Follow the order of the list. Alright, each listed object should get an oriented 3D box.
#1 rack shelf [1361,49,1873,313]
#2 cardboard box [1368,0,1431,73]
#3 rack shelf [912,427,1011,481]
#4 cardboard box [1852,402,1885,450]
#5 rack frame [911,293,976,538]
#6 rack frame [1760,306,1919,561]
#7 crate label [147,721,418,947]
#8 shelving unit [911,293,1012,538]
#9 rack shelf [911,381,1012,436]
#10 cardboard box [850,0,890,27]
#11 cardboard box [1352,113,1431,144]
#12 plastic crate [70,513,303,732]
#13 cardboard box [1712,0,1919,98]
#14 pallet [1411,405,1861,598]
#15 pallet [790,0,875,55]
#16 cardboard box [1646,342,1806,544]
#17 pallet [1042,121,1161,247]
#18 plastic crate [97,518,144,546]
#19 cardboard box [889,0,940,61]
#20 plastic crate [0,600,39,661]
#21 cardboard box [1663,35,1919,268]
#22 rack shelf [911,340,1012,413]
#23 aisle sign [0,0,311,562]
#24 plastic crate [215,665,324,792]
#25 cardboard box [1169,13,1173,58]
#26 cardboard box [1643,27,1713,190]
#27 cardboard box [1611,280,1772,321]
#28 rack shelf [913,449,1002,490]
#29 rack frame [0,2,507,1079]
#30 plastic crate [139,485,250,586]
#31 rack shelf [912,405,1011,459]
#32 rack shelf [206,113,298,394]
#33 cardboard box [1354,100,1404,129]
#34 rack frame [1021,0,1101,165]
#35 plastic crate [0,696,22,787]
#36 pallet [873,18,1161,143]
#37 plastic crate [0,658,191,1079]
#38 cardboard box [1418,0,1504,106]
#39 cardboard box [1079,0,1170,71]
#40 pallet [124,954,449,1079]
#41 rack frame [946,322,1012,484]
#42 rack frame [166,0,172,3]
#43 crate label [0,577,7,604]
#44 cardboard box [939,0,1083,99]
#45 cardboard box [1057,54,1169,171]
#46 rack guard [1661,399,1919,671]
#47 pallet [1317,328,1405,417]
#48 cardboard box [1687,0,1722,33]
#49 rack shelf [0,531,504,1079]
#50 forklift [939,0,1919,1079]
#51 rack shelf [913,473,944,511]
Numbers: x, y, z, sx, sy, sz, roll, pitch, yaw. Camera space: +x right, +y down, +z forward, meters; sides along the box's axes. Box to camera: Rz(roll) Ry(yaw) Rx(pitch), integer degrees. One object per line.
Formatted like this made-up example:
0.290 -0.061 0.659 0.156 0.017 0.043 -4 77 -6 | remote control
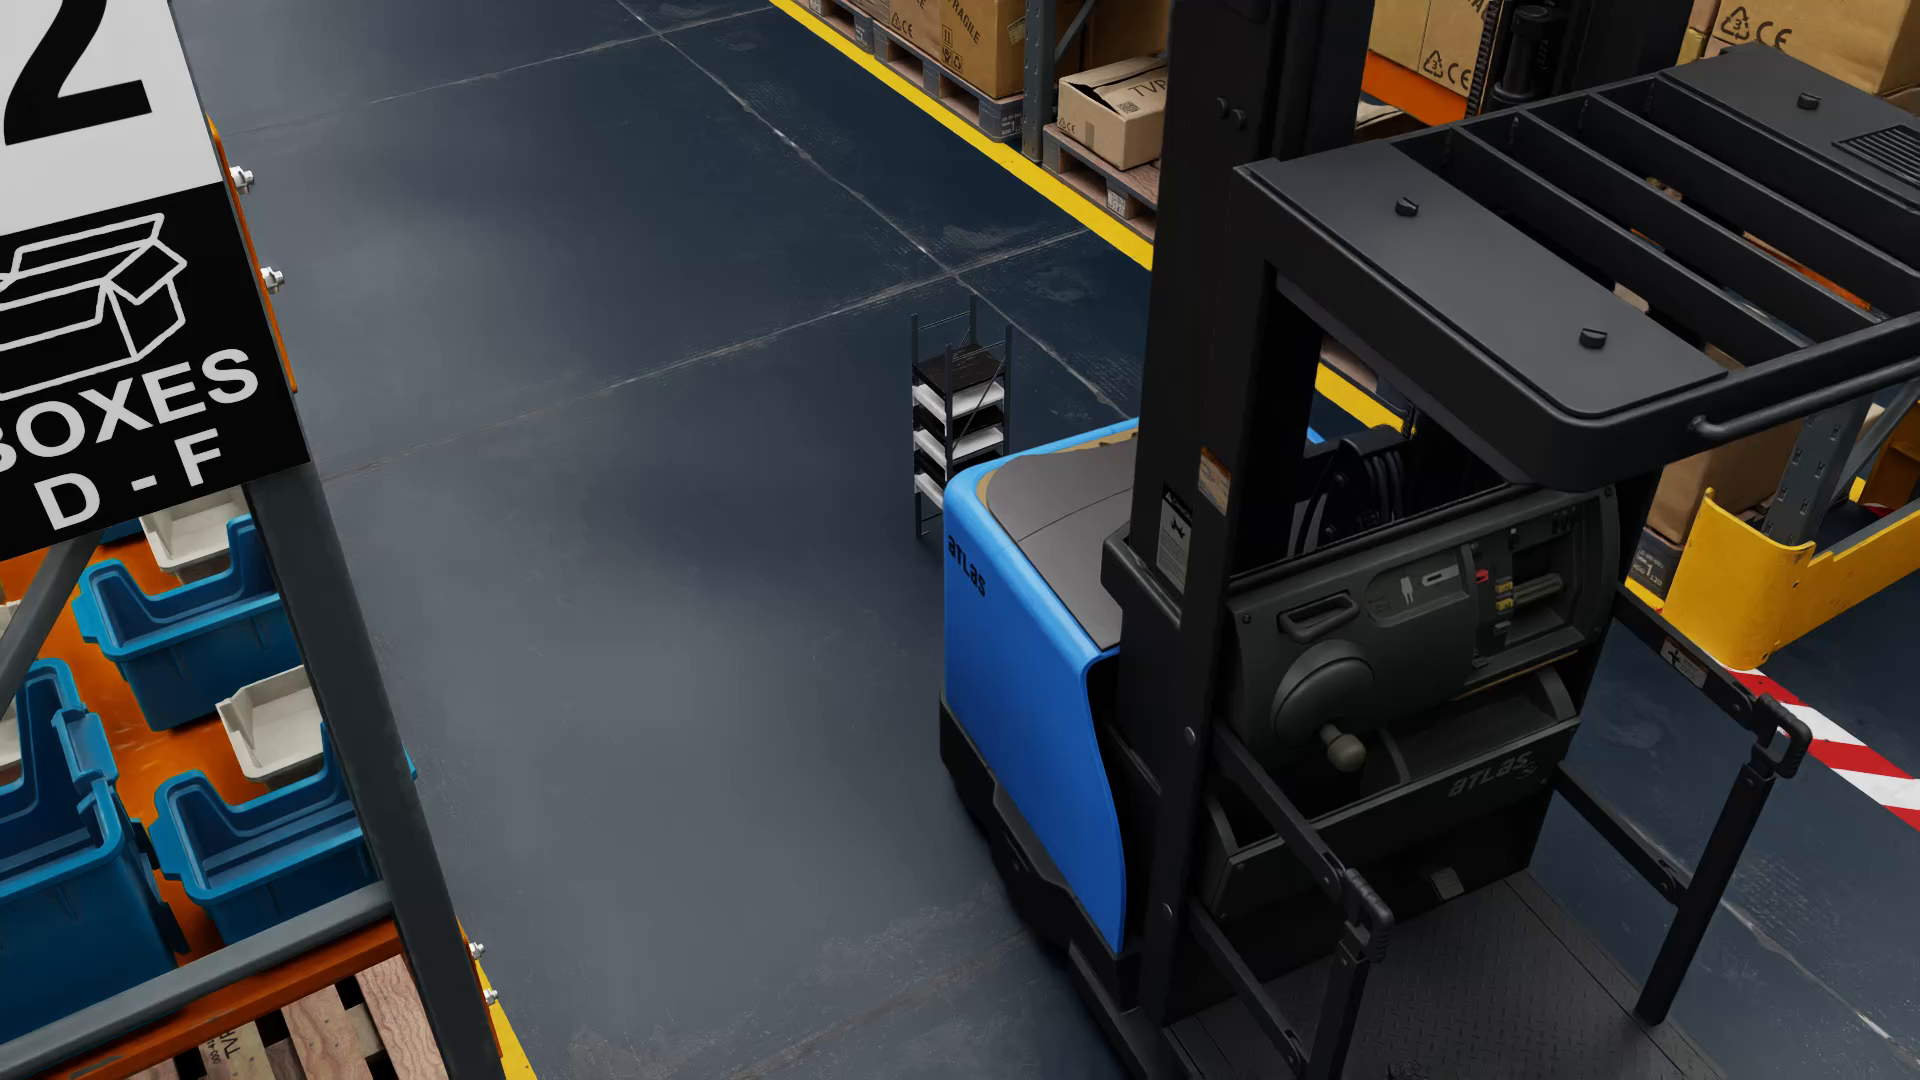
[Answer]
1.823 -1.779 6.104 1.077 0.370 4.000 -22 45 -24 | rack shelf
1.612 -1.984 5.710 0.500 0.500 0.500 -23 45 -25 | cardboard box
0.004 -0.316 5.478 0.258 0.077 0.200 -22 45 -24 | rack shelf
2.963 -0.394 5.763 0.380 0.149 0.250 -22 45 -24 | cardboard box
-0.050 -0.396 5.523 0.240 0.900 0.006 -22 45 -24 | rack frame
2.898 -0.976 4.578 1.000 3.000 0.127 -22 45 -24 | rack frame
-1.135 0.522 2.864 0.416 0.233 0.303 -22 45 -24 | crate label
0.004 -0.341 5.457 0.258 0.900 0.210 -22 45 -24 | shelving unit
0.004 -0.454 5.363 0.258 0.077 0.200 -22 45 -24 | rack shelf
-0.287 -3.052 8.678 0.500 0.500 0.500 -22 44 -24 | cardboard box
1.762 -1.332 6.612 0.797 0.503 0.637 -22 45 -24 | cardboard box
-1.489 0.167 3.291 0.416 0.233 0.300 -22 45 -24 | plastic crate
2.427 -1.544 4.400 0.500 0.500 0.500 -23 45 -25 | cardboard box
2.428 -0.375 6.036 1.003 0.211 1.213 -22 45 -24 | pallet
-0.382 -3.149 9.364 1.003 0.211 1.213 -22 45 -24 | pallet
2.398 -0.393 5.488 0.500 0.500 0.500 -22 45 -24 | cardboard box
1.116 -1.692 7.616 1.003 0.211 1.213 -22 45 -24 | pallet
-1.843 -0.189 3.717 0.416 0.233 0.300 -22 45 -24 | plastic crate
-0.018 -2.781 8.353 0.500 0.500 0.500 -22 45 -24 | cardboard box
-2.015 0.266 3.246 0.396 0.136 0.243 -22 45 -24 | plastic crate
2.428 -1.162 4.723 0.500 0.500 0.500 -21 44 -23 | cardboard box
0.004 -0.523 5.305 0.258 0.077 0.200 -22 45 -24 | rack shelf
-0.991 -0.335 1.778 0.394 0.787 0.004 -22 45 -24 | aisle sign
-1.238 0.357 3.137 0.250 0.136 0.298 -22 45 -24 | plastic crate
1.293 -2.134 7.576 0.500 0.500 0.500 -22 45 -24 | cardboard box
2.146 -1.441 5.058 0.500 0.500 0.500 -22 45 -24 | cardboard box
2.576 -0.749 6.110 0.500 0.250 0.500 -22 45 -24 | cardboard box
0.004 -0.247 5.536 0.258 0.077 0.200 -22 45 -24 | rack shelf
-1.280 0.727 2.534 1.000 3.000 0.127 -22 45 -24 | rack frame
-1.603 -0.009 3.577 0.250 0.136 0.298 -22 45 -24 | plastic crate
0.004 -0.385 5.420 0.258 0.077 0.200 -22 45 -24 | rack shelf
-2.355 -1.228 3.100 1.077 0.370 4.000 -22 45 -24 | rack shelf
1.696 -1.656 7.151 0.500 0.311 0.500 -22 45 -24 | cardboard box
0.748 -3.135 7.169 1.000 3.000 0.127 -22 45 -24 | rack frame
-1.871 0.428 3.053 0.396 0.136 0.243 -22 45 -24 | plastic crate
0.278 -2.489 8.573 1.003 0.211 1.213 -22 45 -24 | pallet
-1.617 0.574 2.643 0.616 0.435 0.499 -22 45 -24 | plastic crate
1.883 -1.712 5.384 0.500 0.500 0.500 -22 45 -24 | cardboard box
0.693 -2.688 8.242 0.500 0.500 0.500 -24 46 -26 | cardboard box
-1.691 1.340 3.977 1.003 0.211 1.213 -22 45 -24 | pallet
0.059 -0.286 5.391 0.240 0.900 0.006 -22 45 -24 | rack frame
-1.280 -1.577 0.614 1.000 3.000 0.127 -22 45 -24 | rack frame
-2.185 0.124 3.417 0.396 0.136 0.243 -22 45 -24 | crate label
0.241 -2.511 8.029 0.500 0.500 0.500 -22 45 -25 | cardboard box
0.791 -1.970 7.527 0.500 0.311 0.500 -22 45 -24 | cardboard box
2.858 -0.056 5.427 1.175 0.500 0.348 -22 45 -24 | rack guard
1.776 -1.033 6.825 1.003 0.211 1.213 -22 45 -24 | pallet
2.155 -1.816 4.727 0.500 0.500 0.500 -21 44 -23 | cardboard box
-2.355 -0.076 4.060 1.077 0.370 4.000 -22 45 -24 | rack shelf
1.039 0.241 3.171 1.130 2.935 3.031 -17 43 -20 | forklift
0.004 -0.177 5.593 0.258 0.077 0.200 -22 45 -24 | rack shelf
